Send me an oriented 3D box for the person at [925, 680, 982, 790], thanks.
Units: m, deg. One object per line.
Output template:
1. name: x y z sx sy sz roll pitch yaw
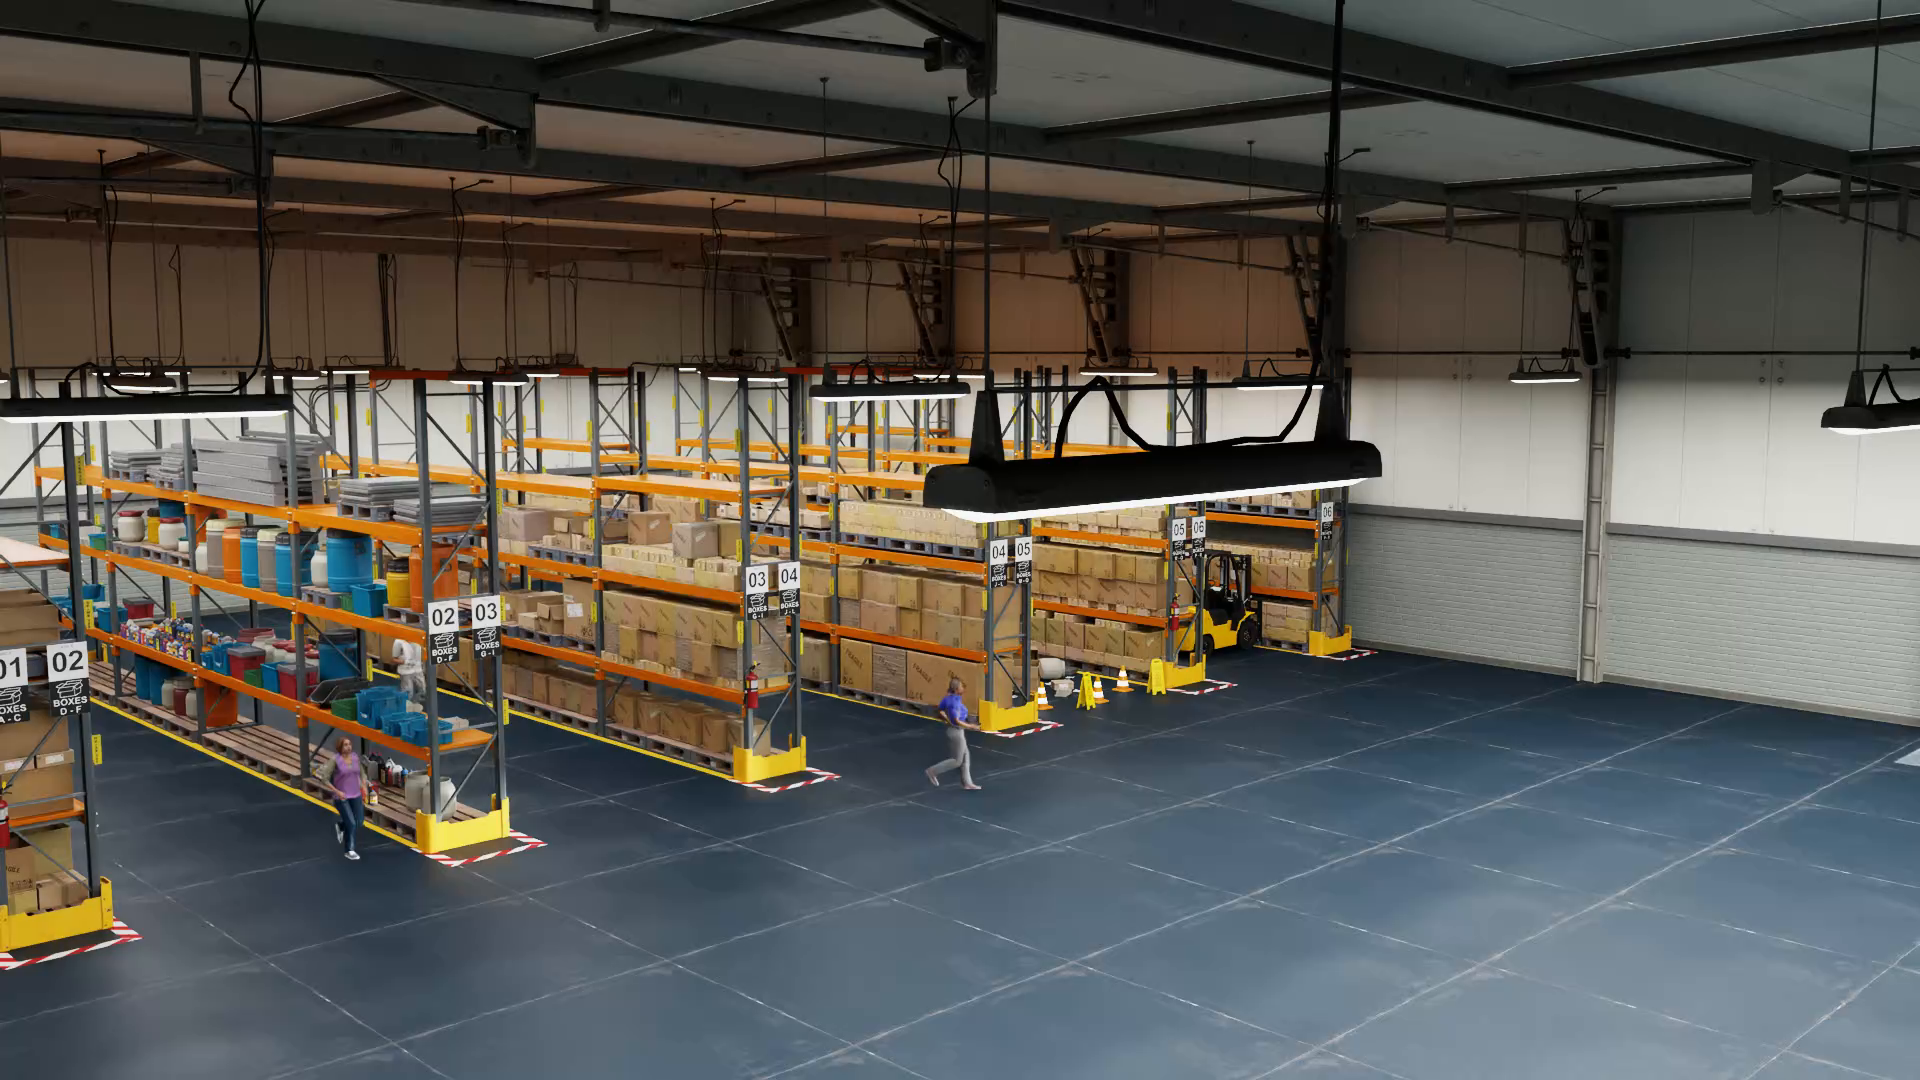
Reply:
1. person: -0.099 2.825 23.944 0.861 1.653 0.592 -2 7 -14

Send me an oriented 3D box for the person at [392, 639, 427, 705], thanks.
1. person: -9.300 2.261 28.281 0.629 1.743 0.656 5 8 38

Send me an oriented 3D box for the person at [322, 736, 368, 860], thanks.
1. person: -7.734 3.210 20.864 0.576 1.555 0.583 5 8 38
